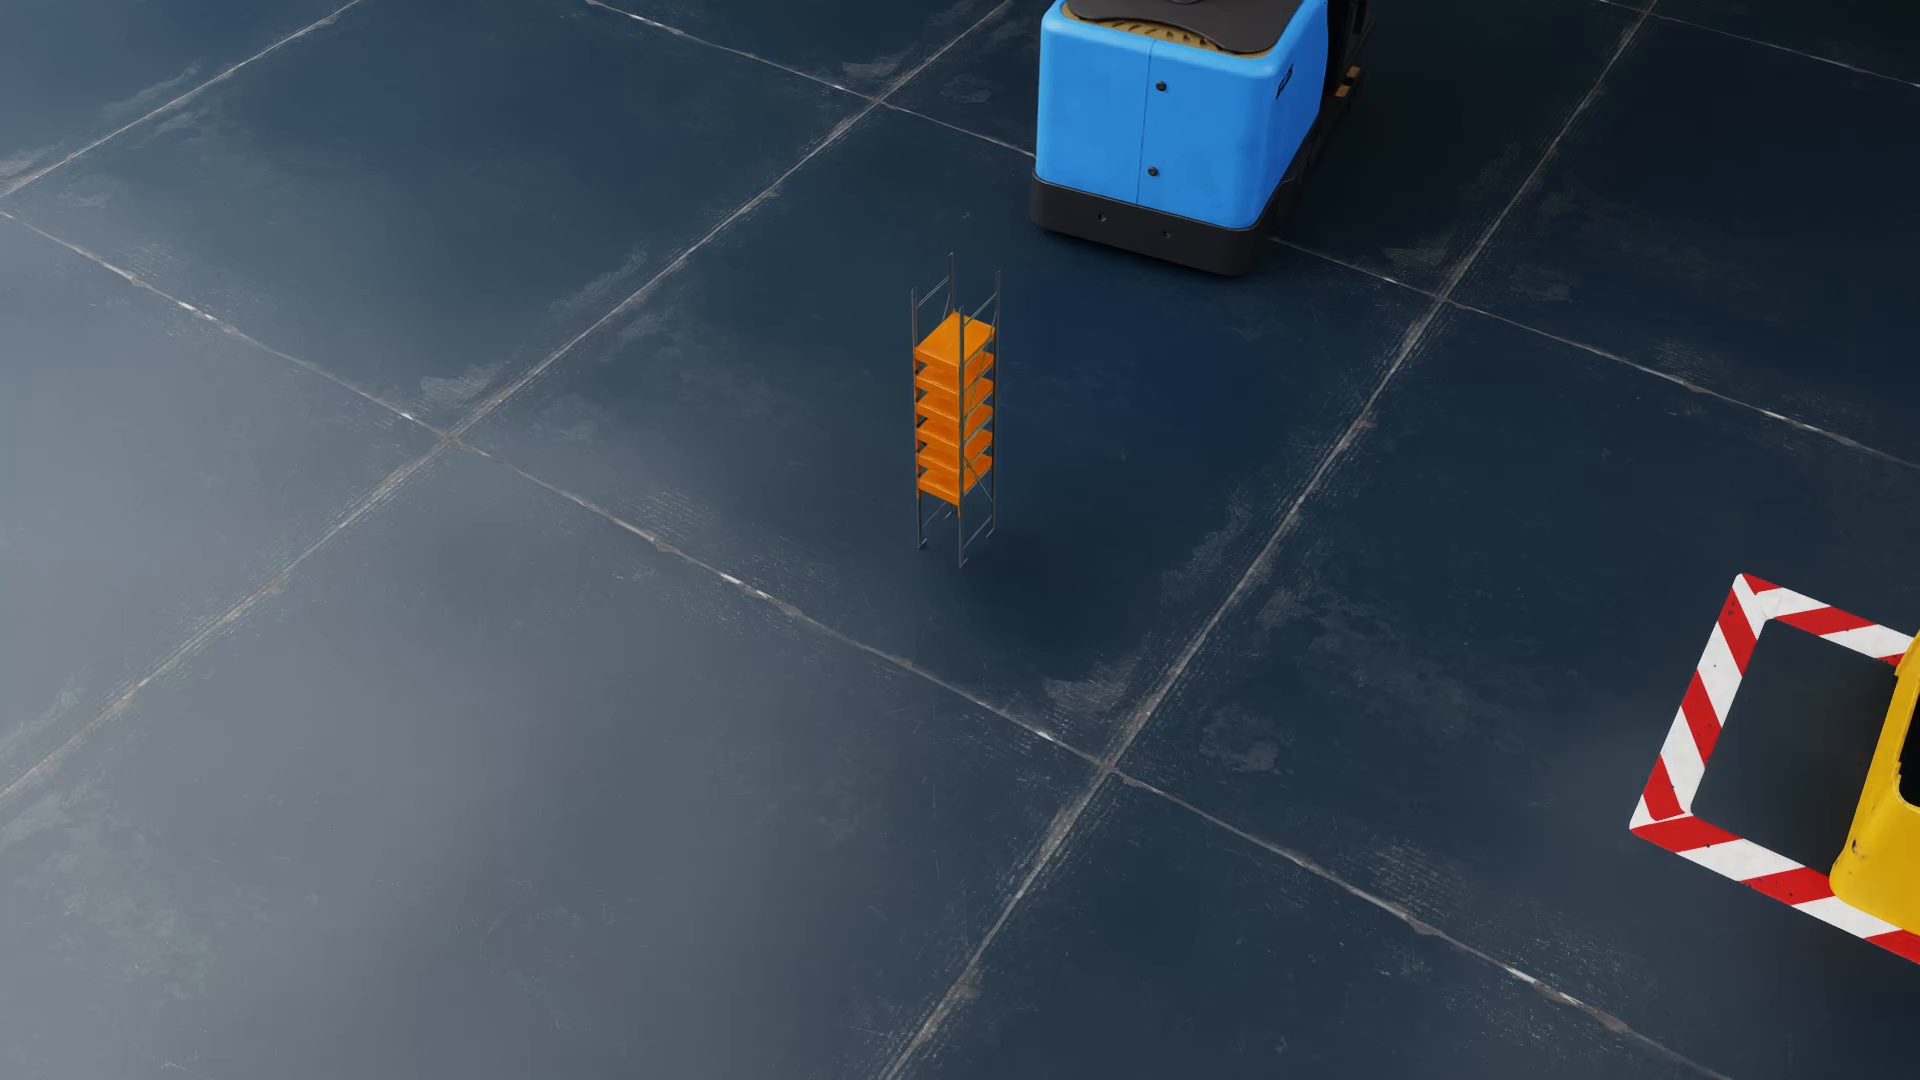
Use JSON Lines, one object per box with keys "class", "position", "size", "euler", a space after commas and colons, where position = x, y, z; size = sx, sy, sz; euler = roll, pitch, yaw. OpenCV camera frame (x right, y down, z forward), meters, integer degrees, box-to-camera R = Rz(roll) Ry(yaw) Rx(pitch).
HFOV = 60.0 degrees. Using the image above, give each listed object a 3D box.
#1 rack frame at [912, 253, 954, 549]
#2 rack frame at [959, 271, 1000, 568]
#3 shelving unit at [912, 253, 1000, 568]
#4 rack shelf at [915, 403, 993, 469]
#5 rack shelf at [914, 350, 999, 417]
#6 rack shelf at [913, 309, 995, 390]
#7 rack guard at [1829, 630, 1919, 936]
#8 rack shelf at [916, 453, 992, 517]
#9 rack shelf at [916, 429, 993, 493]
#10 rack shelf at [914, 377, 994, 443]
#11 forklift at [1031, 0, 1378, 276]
{"class": "rack frame", "position": [-0.089, -0.459, 5.860], "size": [0.006, 1.200, 0.240], "euler": [25, 51, 22]}
{"class": "rack frame", "position": [0.065, -0.388, 5.791], "size": [0.006, 1.200, 0.240], "euler": [25, 51, 22]}
{"class": "shelving unit", "position": [-0.012, -0.424, 5.825], "size": [0.189, 1.200, 0.258], "euler": [25, 51, 22]}
{"class": "rack shelf", "position": [-0.012, -0.393, 5.857], "size": [0.180, 0.103, 0.258], "euler": [25, 51, 22]}
{"class": "rack shelf", "position": [-0.012, -0.560, 5.685], "size": [0.180, 0.103, 0.258], "euler": [25, 51, 22]}
{"class": "rack shelf", "position": [-0.012, -0.644, 5.599], "size": [0.180, 0.103, 0.258], "euler": [25, 51, 22]}
{"class": "rack guard", "position": [3.154, 0.641, 5.279], "size": [0.348, 0.500, 1.175], "euler": [25, 51, 22]}
{"class": "rack shelf", "position": [-0.012, -0.226, 6.029], "size": [0.180, 0.103, 0.258], "euler": [25, 51, 22]}
{"class": "rack shelf", "position": [-0.012, -0.309, 5.943], "size": [0.180, 0.103, 0.258], "euler": [25, 51, 22]}
{"class": "rack shelf", "position": [-0.012, -0.476, 5.771], "size": [0.180, 0.103, 0.258], "euler": [25, 51, 22]}
{"class": "forklift", "position": [1.396, -3.243, 7.357], "size": [1.130, 2.935, 3.031], "euler": [18, 49, 17]}
